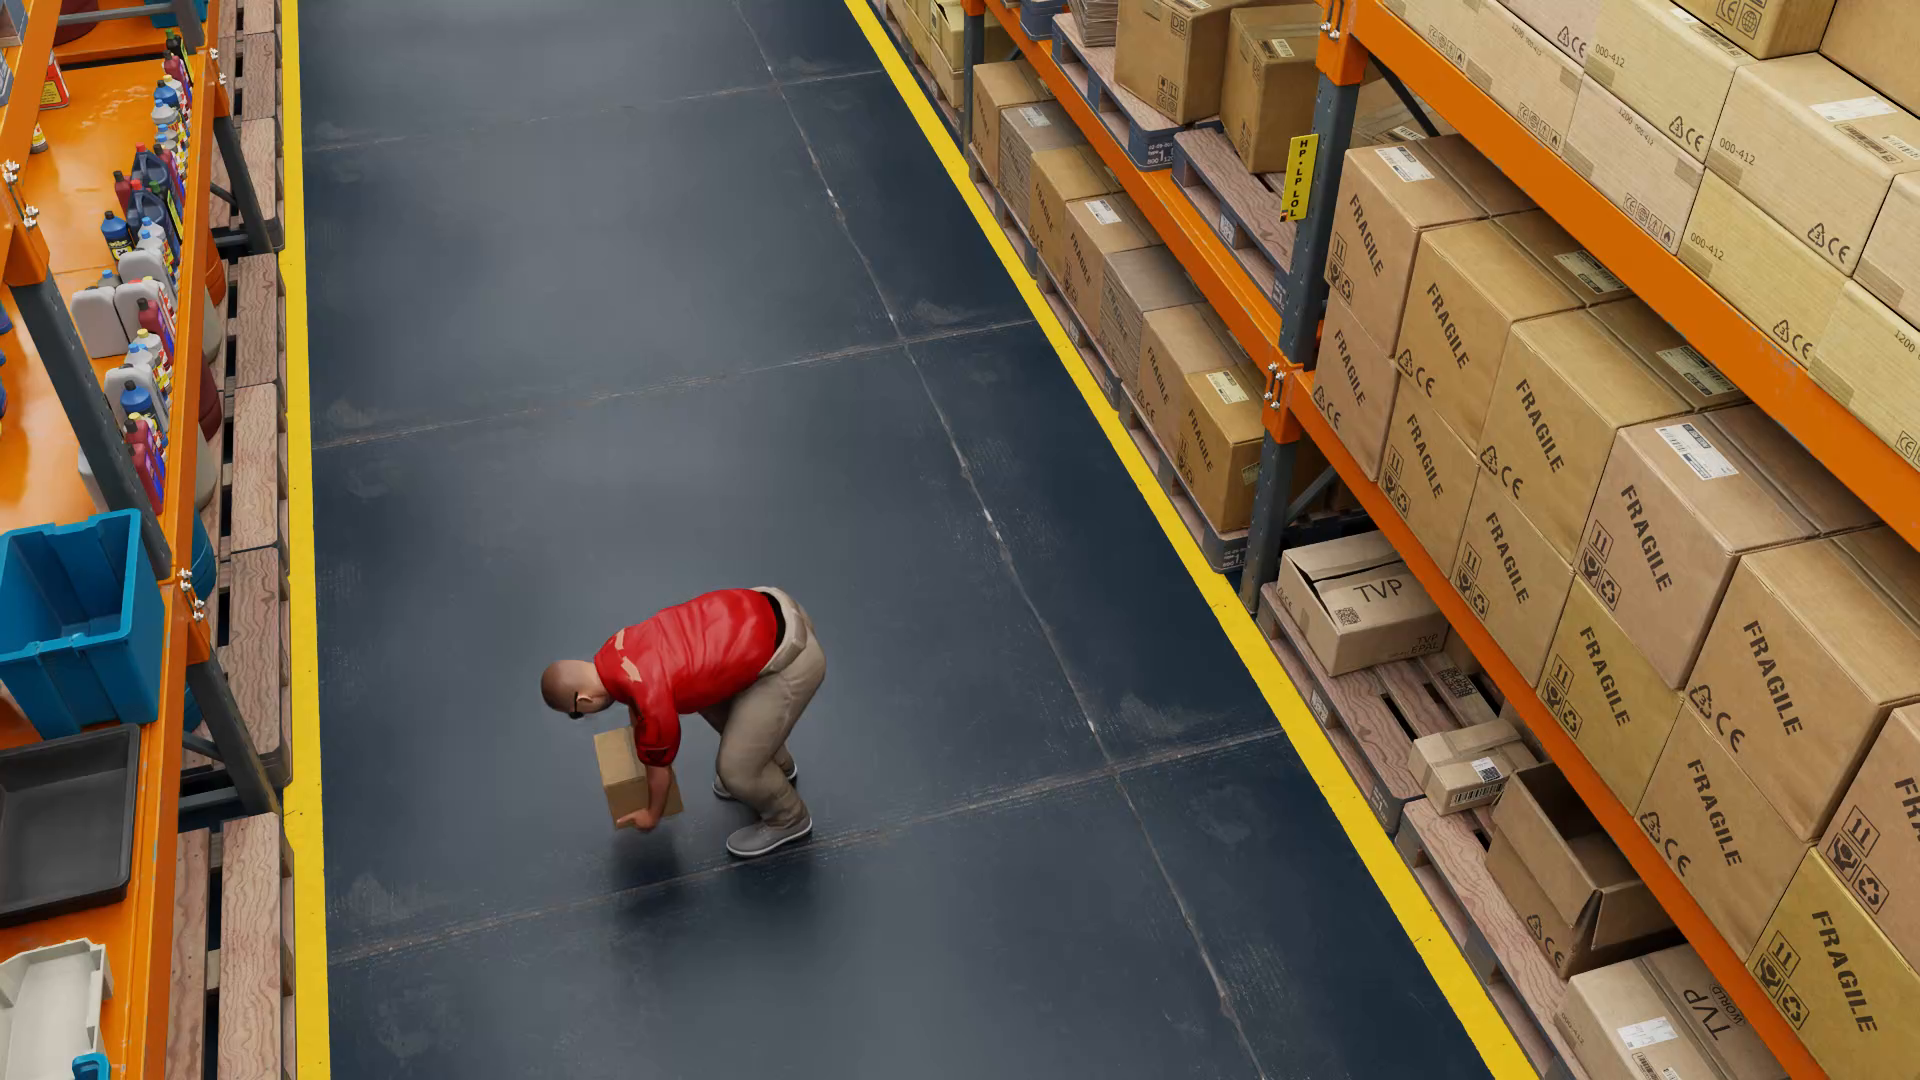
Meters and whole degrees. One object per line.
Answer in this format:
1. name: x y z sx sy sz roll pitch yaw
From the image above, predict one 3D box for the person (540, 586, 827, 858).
1. person: -0.946 0.682 5.925 0.963 1.049 0.508 -13 44 -15
